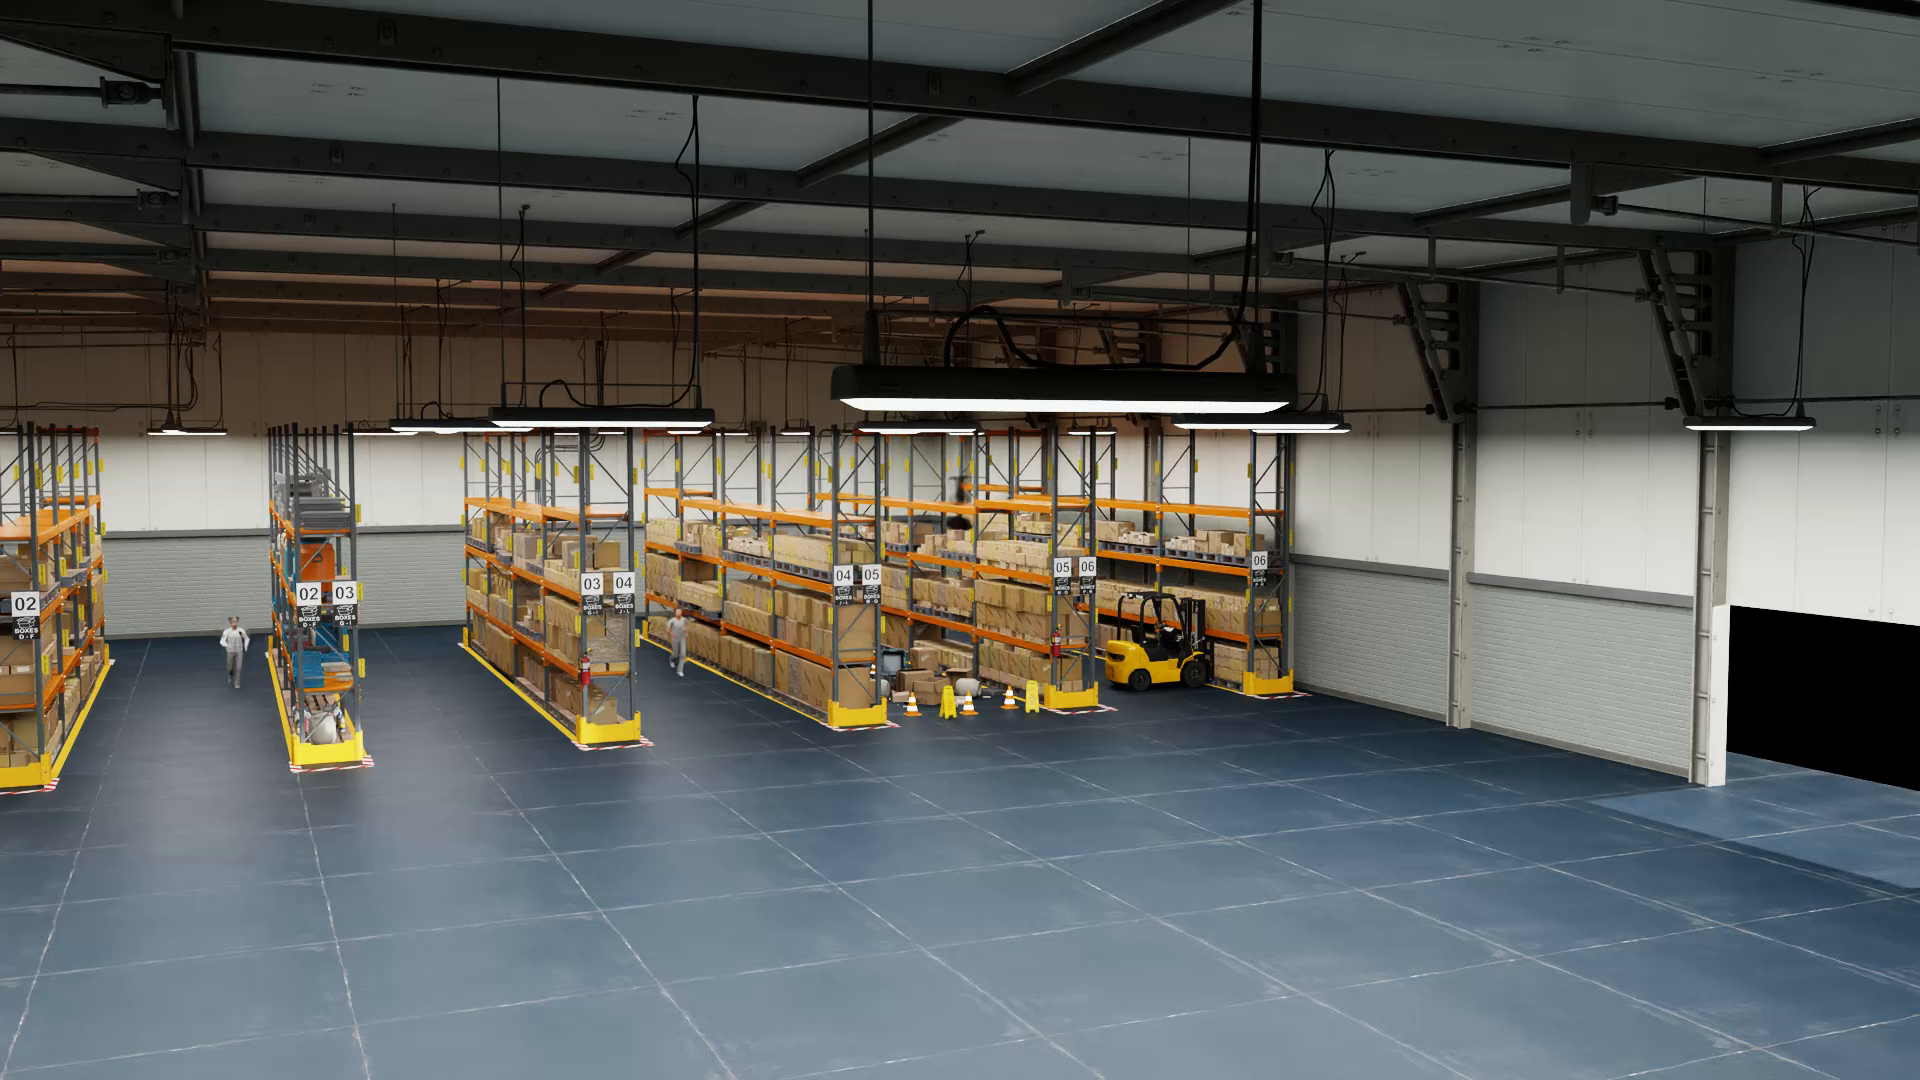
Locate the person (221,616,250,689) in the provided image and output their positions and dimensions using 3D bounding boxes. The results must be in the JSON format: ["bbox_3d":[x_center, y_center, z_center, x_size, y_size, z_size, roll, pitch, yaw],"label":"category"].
[{"bbox_3d":[-16.620,2.561,38.152,0.625,1.654,0.724,-2,4,-26],"label":"person"}]

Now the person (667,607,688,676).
[{"bbox_3d":[-6.851,2.455,40.390,0.575,1.668,0.796,-2,4,-28],"label":"person"}]

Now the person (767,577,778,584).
[{"bbox_3d":[-5.794,1.756,50.544,0.583,1.746,0.671,-1,4,-21],"label":"person"}]
